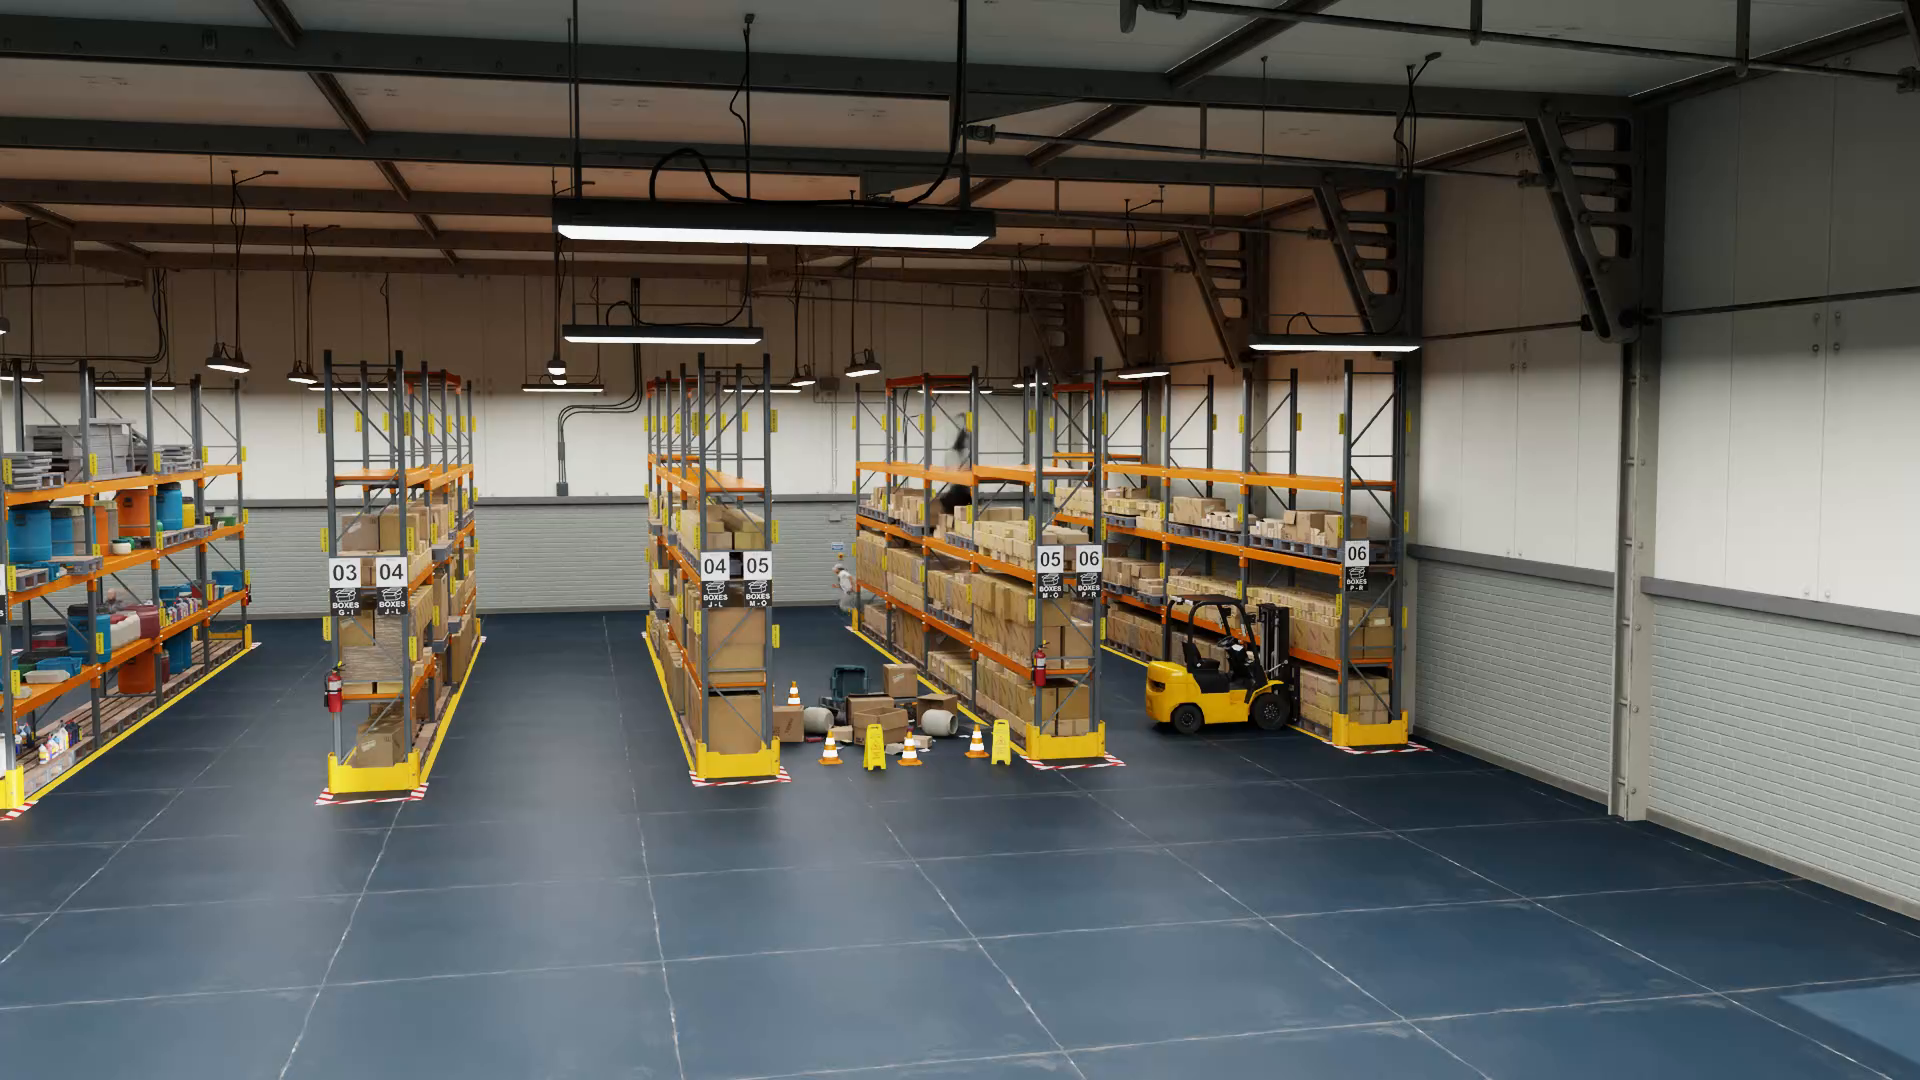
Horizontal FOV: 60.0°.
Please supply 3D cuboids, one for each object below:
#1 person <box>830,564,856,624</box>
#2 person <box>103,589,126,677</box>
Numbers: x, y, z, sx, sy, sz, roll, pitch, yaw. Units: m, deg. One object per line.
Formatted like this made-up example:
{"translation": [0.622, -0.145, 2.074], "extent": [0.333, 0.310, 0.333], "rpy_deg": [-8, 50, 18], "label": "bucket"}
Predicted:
{"translation": [-2.841, 1.358, 41.503], "extent": [0.795, 1.539, 0.628], "rpy_deg": [0, 4, -1], "label": "person"}
{"translation": [-16.947, 1.849, 33.307], "extent": [0.594, 1.774, 0.891], "rpy_deg": [-2, 4, -21], "label": "person"}
